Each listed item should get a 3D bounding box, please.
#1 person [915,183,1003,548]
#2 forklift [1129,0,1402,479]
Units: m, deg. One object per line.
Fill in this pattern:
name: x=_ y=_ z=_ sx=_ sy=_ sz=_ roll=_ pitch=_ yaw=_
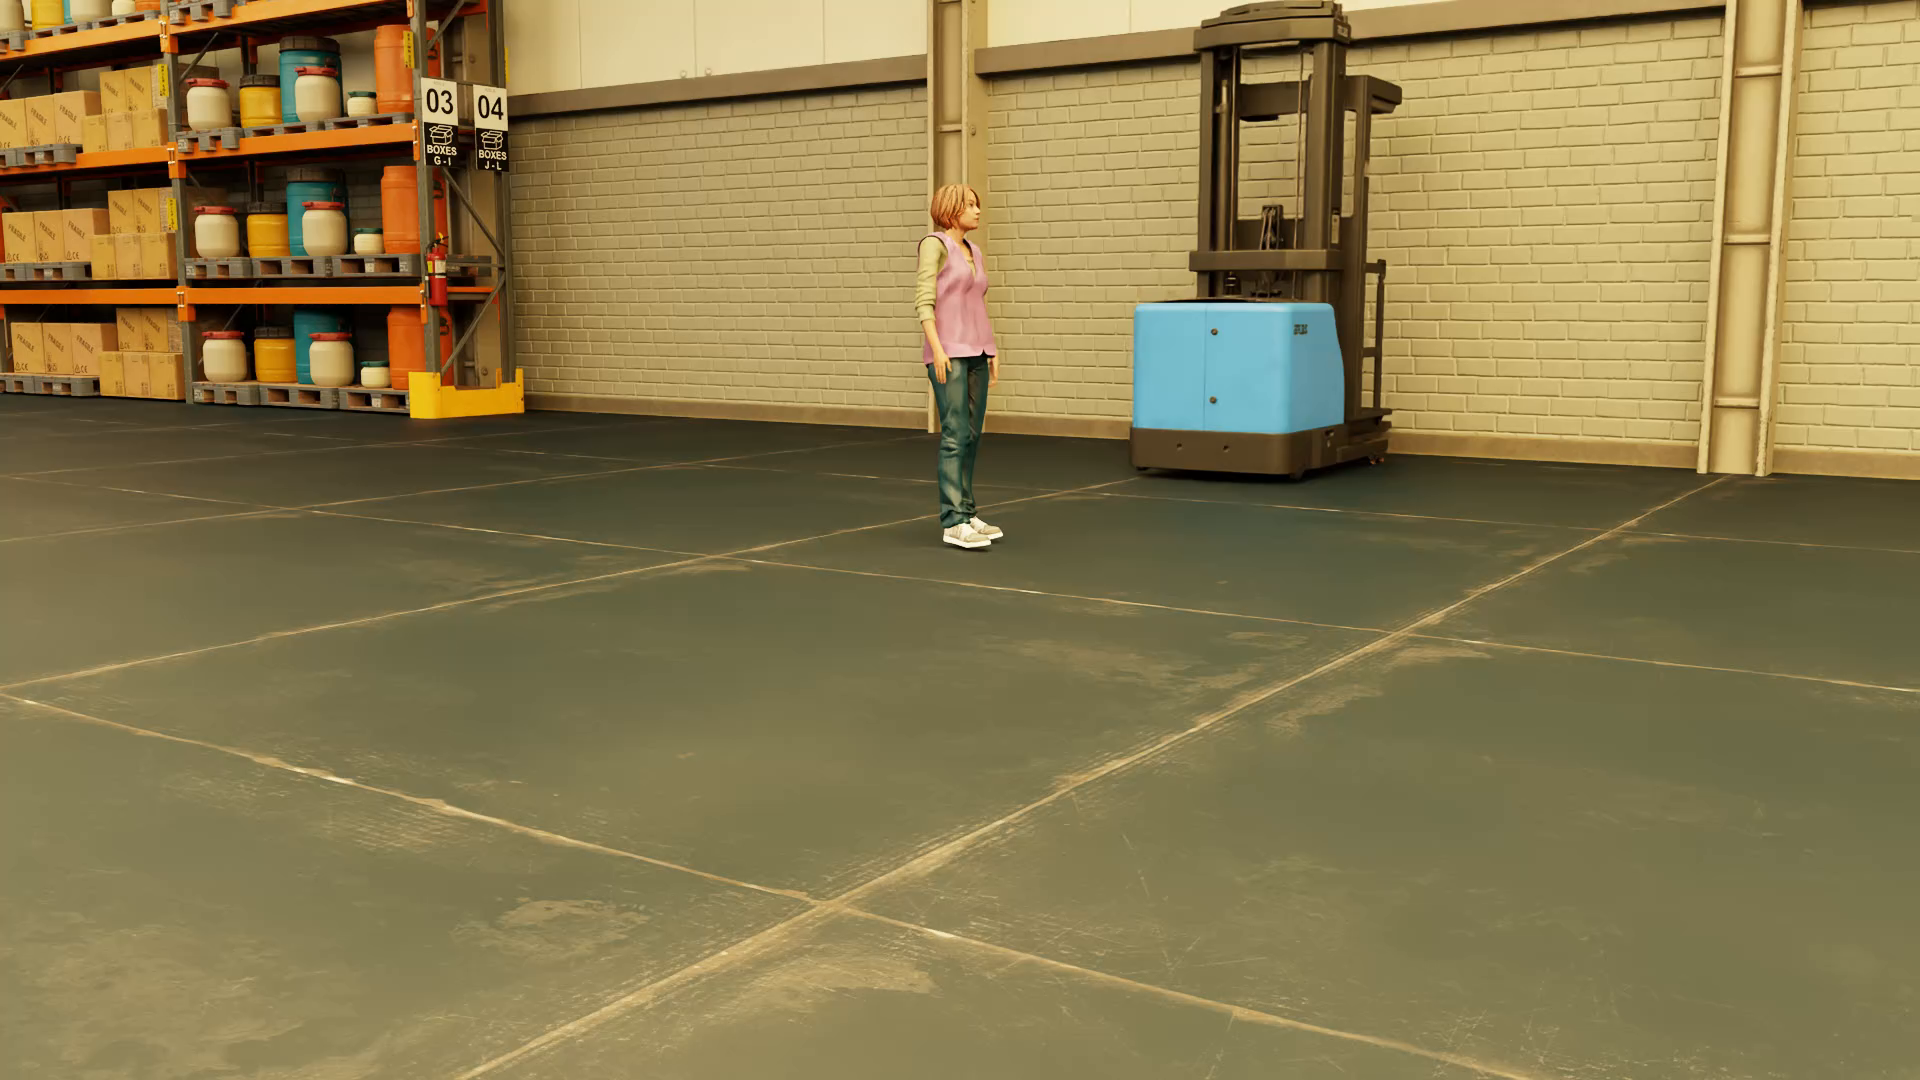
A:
person: x=0.054 y=-0.791 z=7.437 sx=0.473 sy=1.599 sz=0.520 roll=5 pitch=10 yaw=34
forklift: x=2.256 y=-1.980 z=11.116 sx=1.130 sy=2.935 sz=3.031 roll=5 pitch=9 yaw=31
